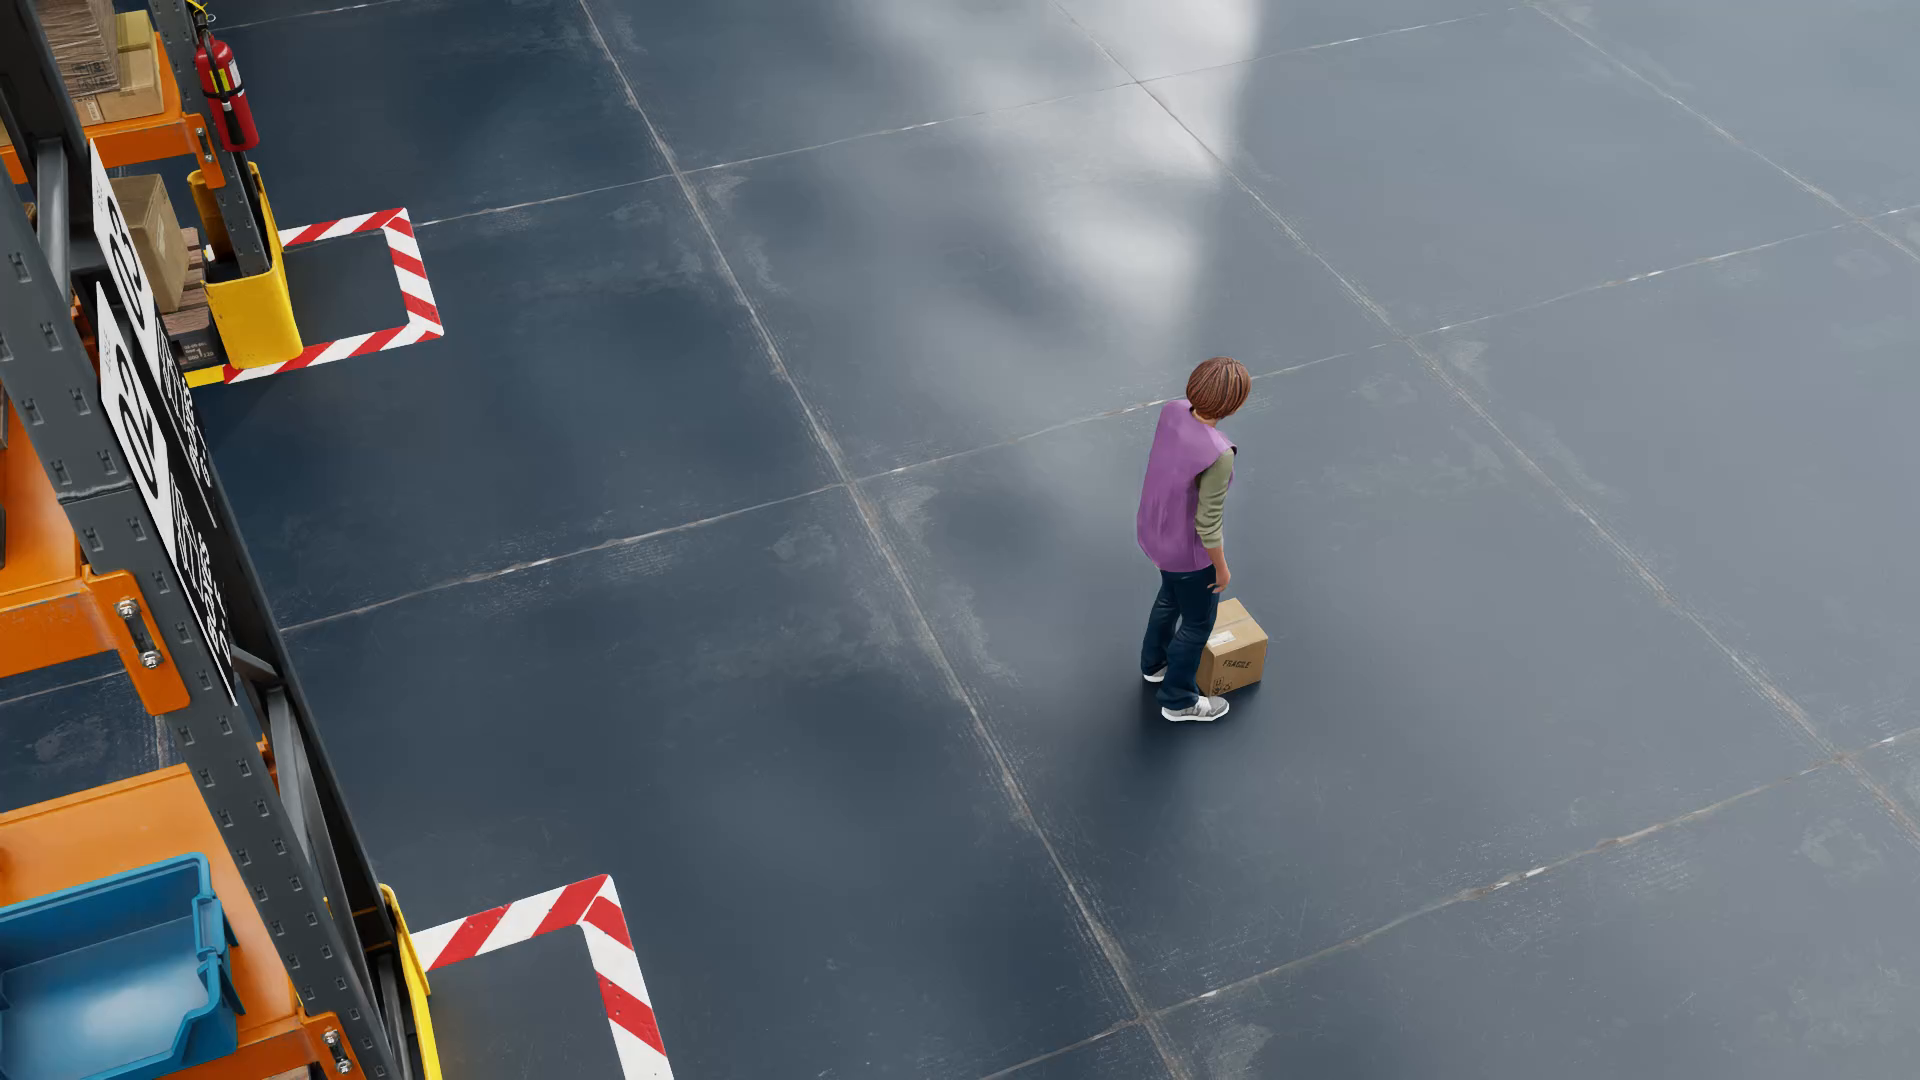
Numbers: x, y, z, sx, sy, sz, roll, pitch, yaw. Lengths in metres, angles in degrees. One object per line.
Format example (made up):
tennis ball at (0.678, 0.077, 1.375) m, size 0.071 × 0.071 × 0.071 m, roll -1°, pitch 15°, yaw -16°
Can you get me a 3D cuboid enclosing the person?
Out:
person at (0.849, 0.003, 6.165) m, size 0.365 × 1.593 × 0.461 m, roll -15°, pitch 44°, yaw -16°
